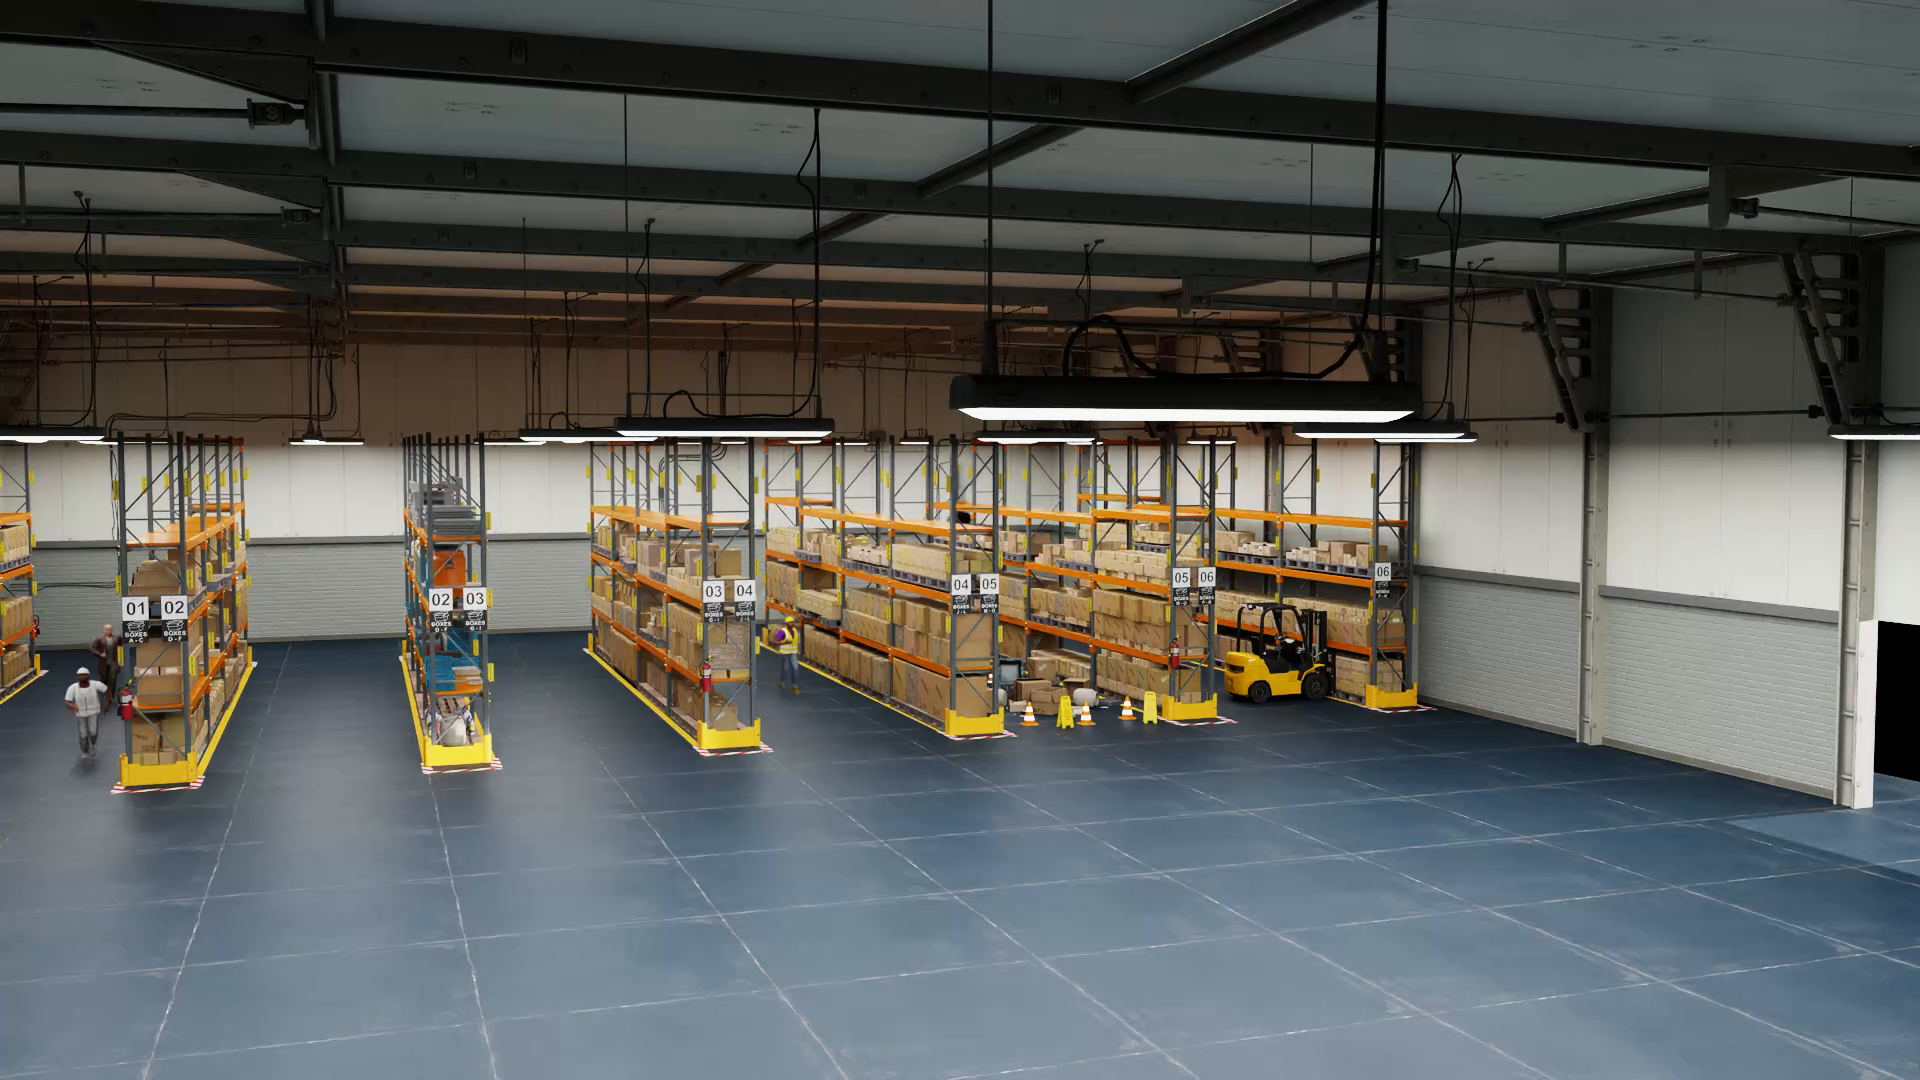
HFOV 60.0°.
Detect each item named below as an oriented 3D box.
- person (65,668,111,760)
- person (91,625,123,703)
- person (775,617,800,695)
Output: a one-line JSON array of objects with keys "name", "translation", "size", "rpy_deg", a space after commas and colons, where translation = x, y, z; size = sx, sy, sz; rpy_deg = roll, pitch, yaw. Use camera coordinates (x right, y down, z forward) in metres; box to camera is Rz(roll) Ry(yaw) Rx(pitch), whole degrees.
[{"name": "person", "translation": [-15.878, 3.173, 30.272], "size": [0.723, 1.716, 0.751], "rpy_deg": [-1, 3, -22]}, {"name": "person", "translation": [-19.166, 2.769, 37.443], "size": [0.712, 1.745, 0.835], "rpy_deg": [-2, 4, -32]}, {"name": "person", "translation": [-4.037, 2.693, 38.838], "size": [0.665, 1.826, 0.813], "rpy_deg": [-2, 4, -34]}]
